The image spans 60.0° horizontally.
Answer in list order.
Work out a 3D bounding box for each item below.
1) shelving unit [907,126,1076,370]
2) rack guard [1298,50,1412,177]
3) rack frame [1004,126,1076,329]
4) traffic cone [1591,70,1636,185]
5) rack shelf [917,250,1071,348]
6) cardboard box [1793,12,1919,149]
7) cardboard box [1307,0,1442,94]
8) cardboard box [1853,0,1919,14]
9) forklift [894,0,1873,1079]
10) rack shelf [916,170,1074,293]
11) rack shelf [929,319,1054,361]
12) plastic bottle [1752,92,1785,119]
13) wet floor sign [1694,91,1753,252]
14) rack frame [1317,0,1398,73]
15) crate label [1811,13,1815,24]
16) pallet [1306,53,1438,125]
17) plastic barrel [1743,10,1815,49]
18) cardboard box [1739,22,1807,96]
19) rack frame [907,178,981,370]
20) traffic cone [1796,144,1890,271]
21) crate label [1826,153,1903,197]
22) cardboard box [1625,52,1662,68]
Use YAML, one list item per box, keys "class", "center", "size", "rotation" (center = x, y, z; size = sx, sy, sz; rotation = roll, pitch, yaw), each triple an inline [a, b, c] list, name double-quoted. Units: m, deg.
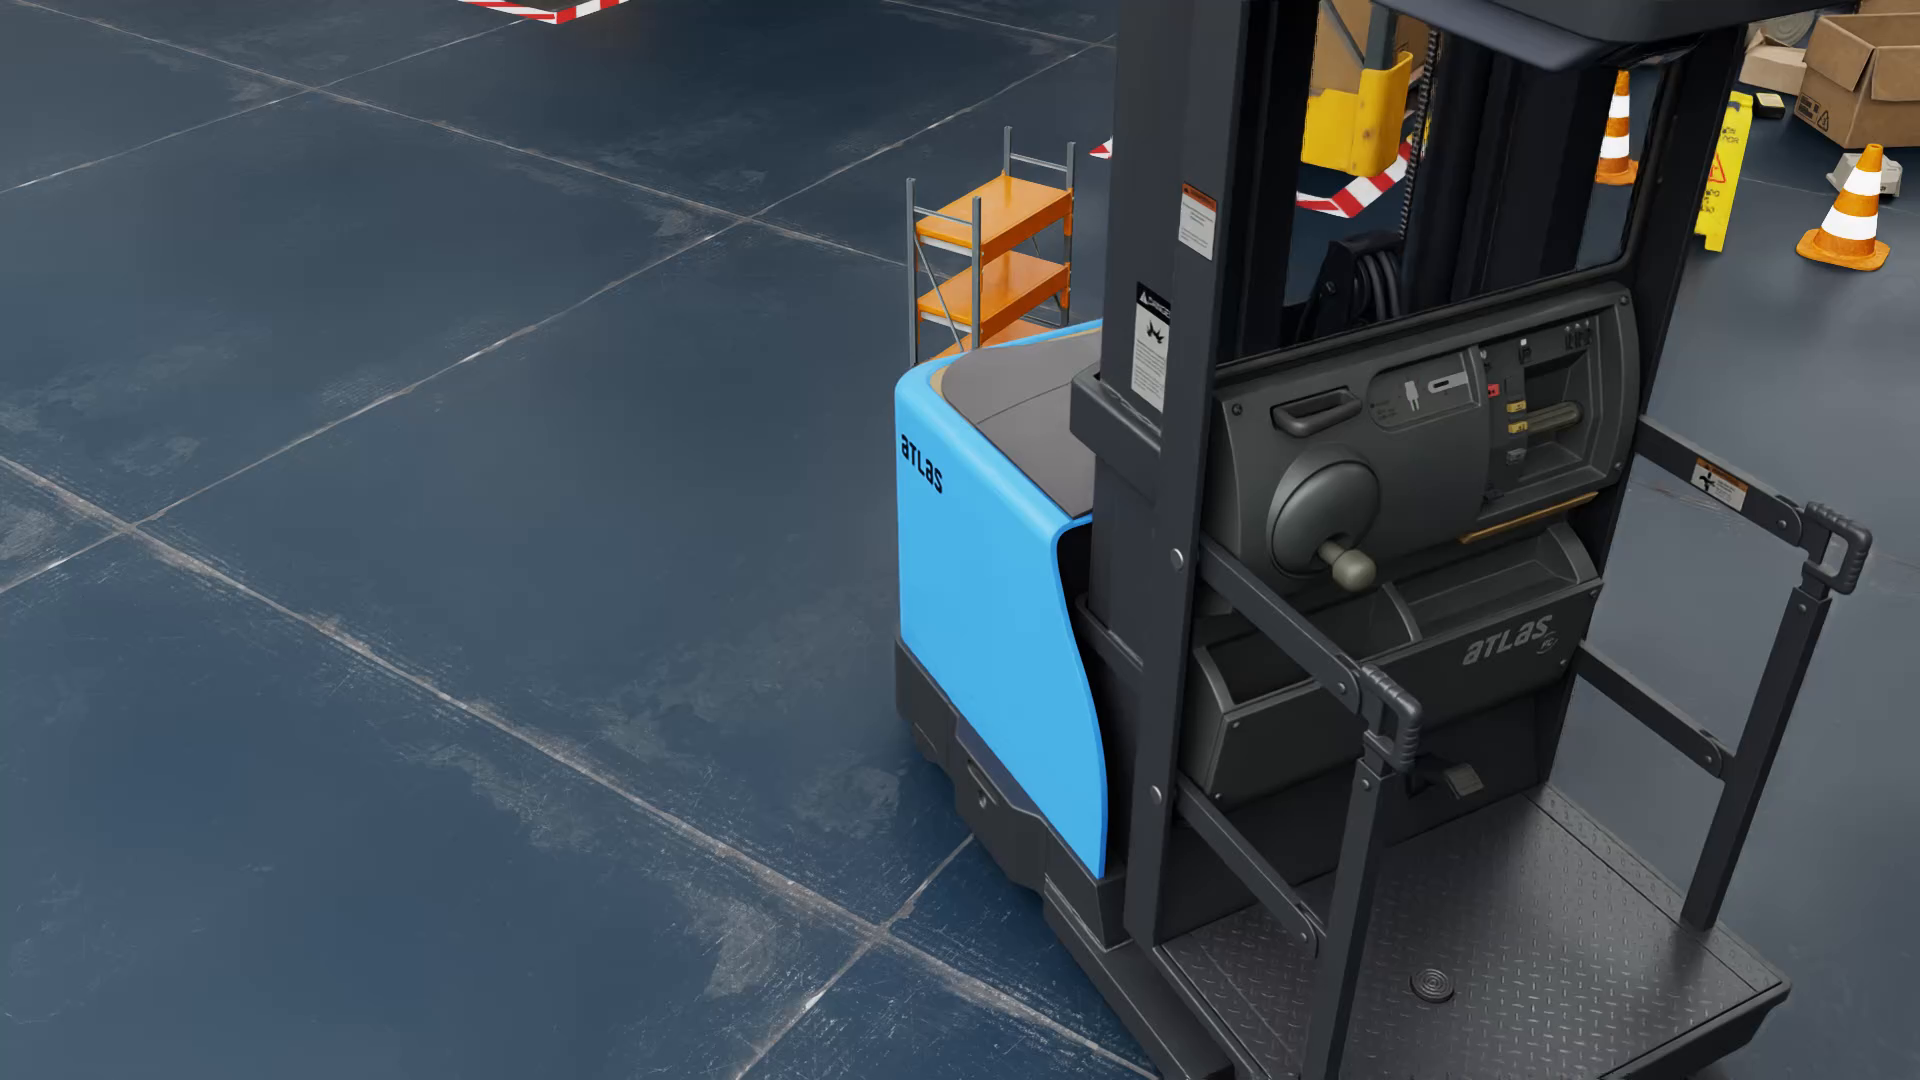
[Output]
- class: "shelving unit"
  center: [0.094, -0.573, 5.027]
  size: [0.258, 1.200, 0.503]
  rotation: [21, 39, 28]
- class: "rack guard"
  center: [1.533, -2.151, 7.985]
  size: [1.175, 0.500, 0.348]
  rotation: [21, 39, 28]
- class: "rack frame"
  center: [0.234, -0.685, 5.193]
  size: [0.240, 1.200, 0.015]
  rotation: [21, 39, 28]
- class: "traffic cone"
  center: [3.016, -1.938, 7.703]
  size: [0.336, 0.463, 0.334]
  rotation: [21, 39, 28]
- class: "rack shelf"
  center: [0.094, -0.703, 4.939]
  size: [0.258, 0.148, 0.480]
  rotation: [21, 39, 28]
- class: "cardboard box"
  center: [4.592, -2.246, 8.122]
  size: [0.797, 0.503, 0.637]
  rotation: [-3, 34, -4]
- class: "cardboard box"
  center: [1.879, -2.825, 8.271]
  size: [0.875, 0.875, 0.875]
  rotation: [21, 40, 28]
- class: "cardboard box"
  center: [5.119, -2.735, 8.725]
  size: [0.797, 0.637, 0.503]
  rotation: [21, 39, 28]
- class: "forklift"
  center: [0.962, -0.128, 2.823]
  size: [1.130, 2.935, 3.031]
  rotation: [-16, 37, -23]
- class: "rack shelf"
  center: [0.094, -0.899, 4.806]
  size: [0.258, 0.148, 0.480]
  rotation: [21, 39, 28]
- class: "rack shelf"
  center: [0.094, -0.517, 5.064]
  size: [0.258, 0.148, 0.480]
  rotation: [21, 39, 28]
- class: "plastic bottle"
  center: [4.122, -2.230, 8.493]
  size: [0.133, 0.061, 0.283]
  rotation: [8, 35, 12]
- class: "wet floor sign"
  center: [3.157, -1.577, 7.006]
  size: [0.267, 0.644, 0.232]
  rotation: [14, 37, 20]
- class: "rack frame"
  center: [1.547, -3.198, 7.301]
  size: [1.000, 3.000, 0.127]
  rotation: [21, 39, 28]
- class: "crate label"
  center: [4.762, -3.033, 9.613]
  size: [0.298, 0.136, 0.250]
  rotation: [-3, 34, -4]
- class: "pallet"
  center: [1.938, -2.436, 8.663]
  size: [1.003, 0.211, 1.213]
  rotation: [21, 39, 28]
- class: "plastic barrel"
  center: [4.441, -2.960, 9.248]
  size: [0.421, 0.421, 0.512]
  rotation: [-9, 35, -13]
- class: "cardboard box"
  center: [4.360, -2.527, 8.750]
  size: [0.396, 0.266, 0.258]
  rotation: [29, 44, 36]
- class: "rack frame"
  center: [-0.045, -0.461, 4.860]
  size: [0.240, 1.200, 0.015]
  rotation: [21, 39, 28]
- class: "traffic cone"
  center: [3.750, -1.421, 6.937]
  size: [0.336, 0.463, 0.334]
  rotation: [21, 39, 28]
- class: "crate label"
  center: [4.148, -1.667, 7.593]
  size: [0.250, 0.136, 0.298]
  rotation: [3, 34, 4]
- class: "cardboard box"
  center: [3.785, -2.962, 9.182]
  size: [0.500, 0.500, 0.500]
  rotation: [29, 44, 36]
